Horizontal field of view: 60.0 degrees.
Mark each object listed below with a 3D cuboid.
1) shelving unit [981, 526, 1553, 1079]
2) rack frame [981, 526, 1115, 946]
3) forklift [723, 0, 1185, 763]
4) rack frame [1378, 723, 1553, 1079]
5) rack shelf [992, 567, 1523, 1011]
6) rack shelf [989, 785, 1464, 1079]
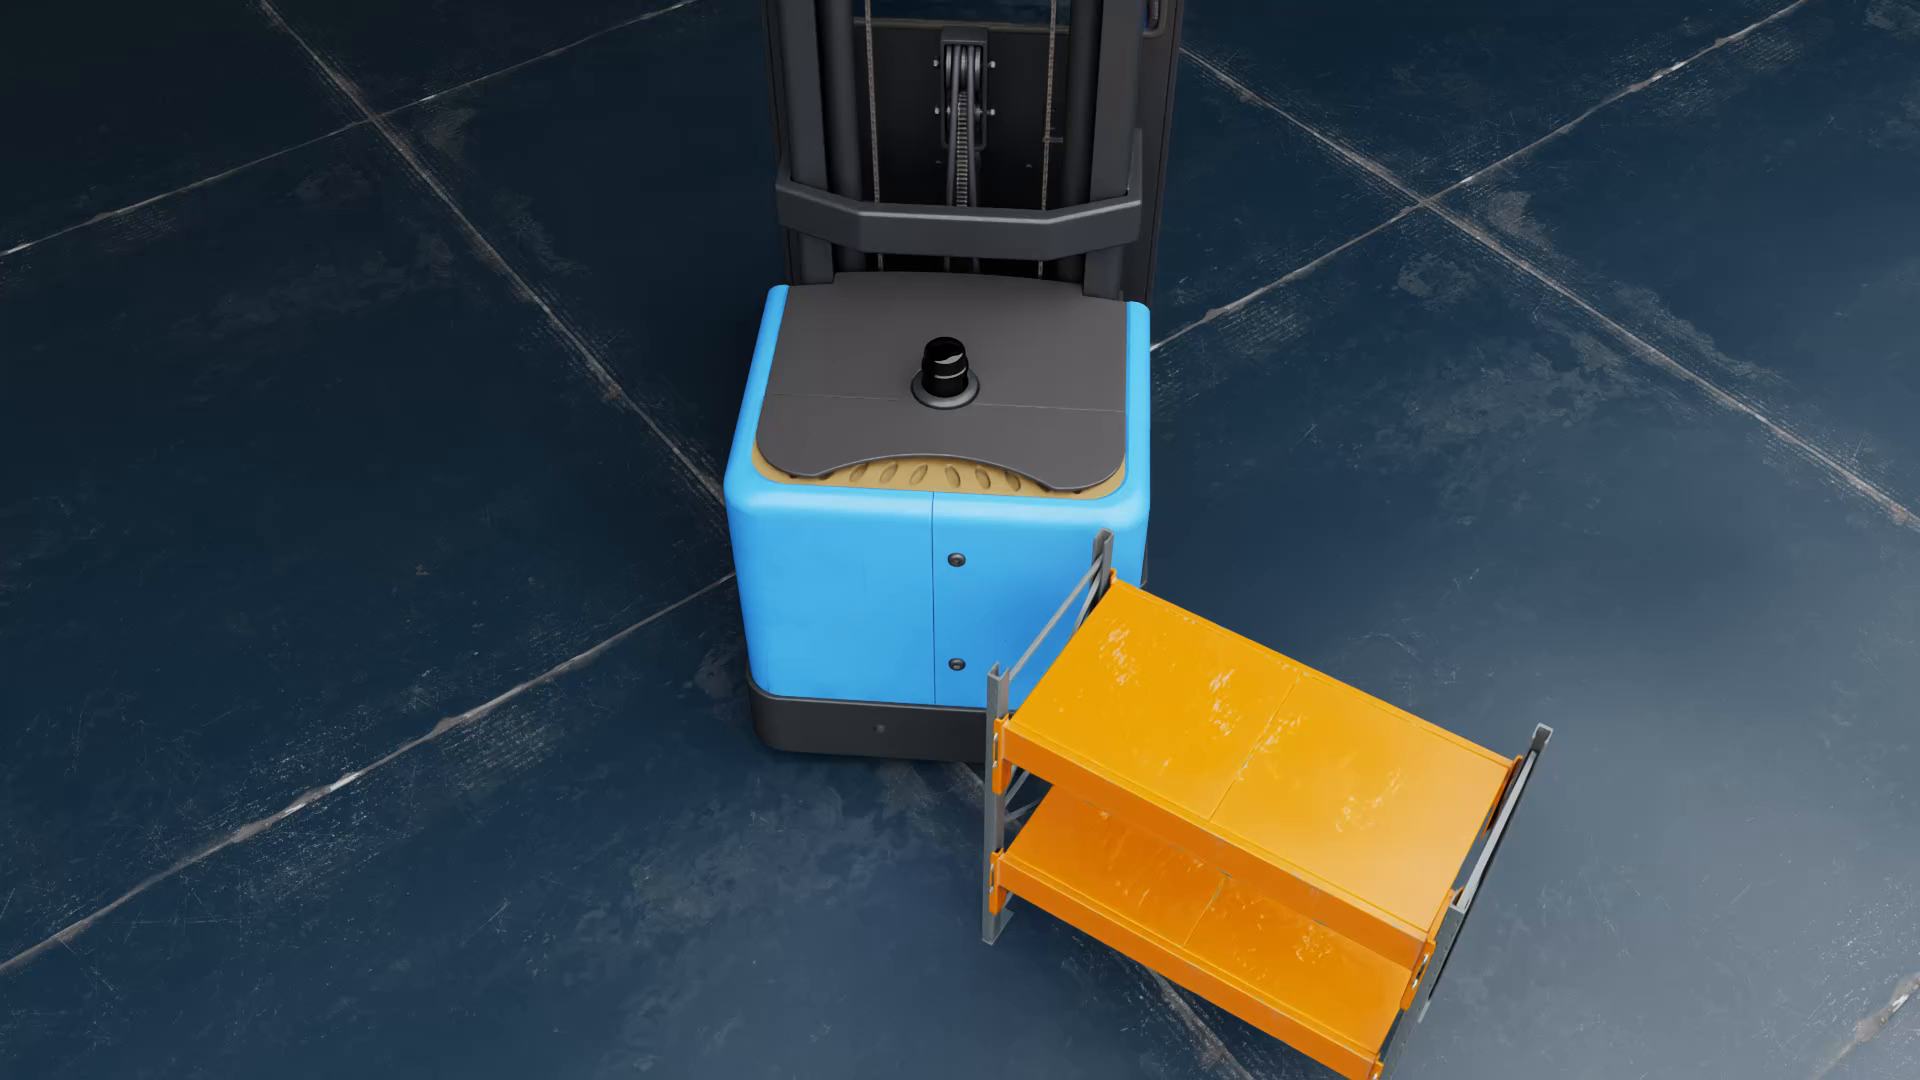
[{"bbox_3d":[0.632,0.711,3.846,1.048,1.125,0.538,25,53,21],"label":"shelving unit"},{"bbox_3d":[0.203,0.509,4.029,0.032,1.125,0.500,25,53,21],"label":"rack frame"},{"bbox_3d":[0.047,-1.445,4.581,1.130,2.935,3.031,3,48,3],"label":"forklift"},{"bbox_3d":[1.061,0.913,3.663,0.032,1.125,0.500,25,53,21],"label":"rack frame"},{"bbox_3d":[0.632,0.514,3.629,1.000,0.278,0.538,25,53,21],"label":"rack shelf"},{"bbox_3d":[0.632,0.875,4.027,1.000,0.278,0.538,25,53,21],"label":"rack shelf"}]
